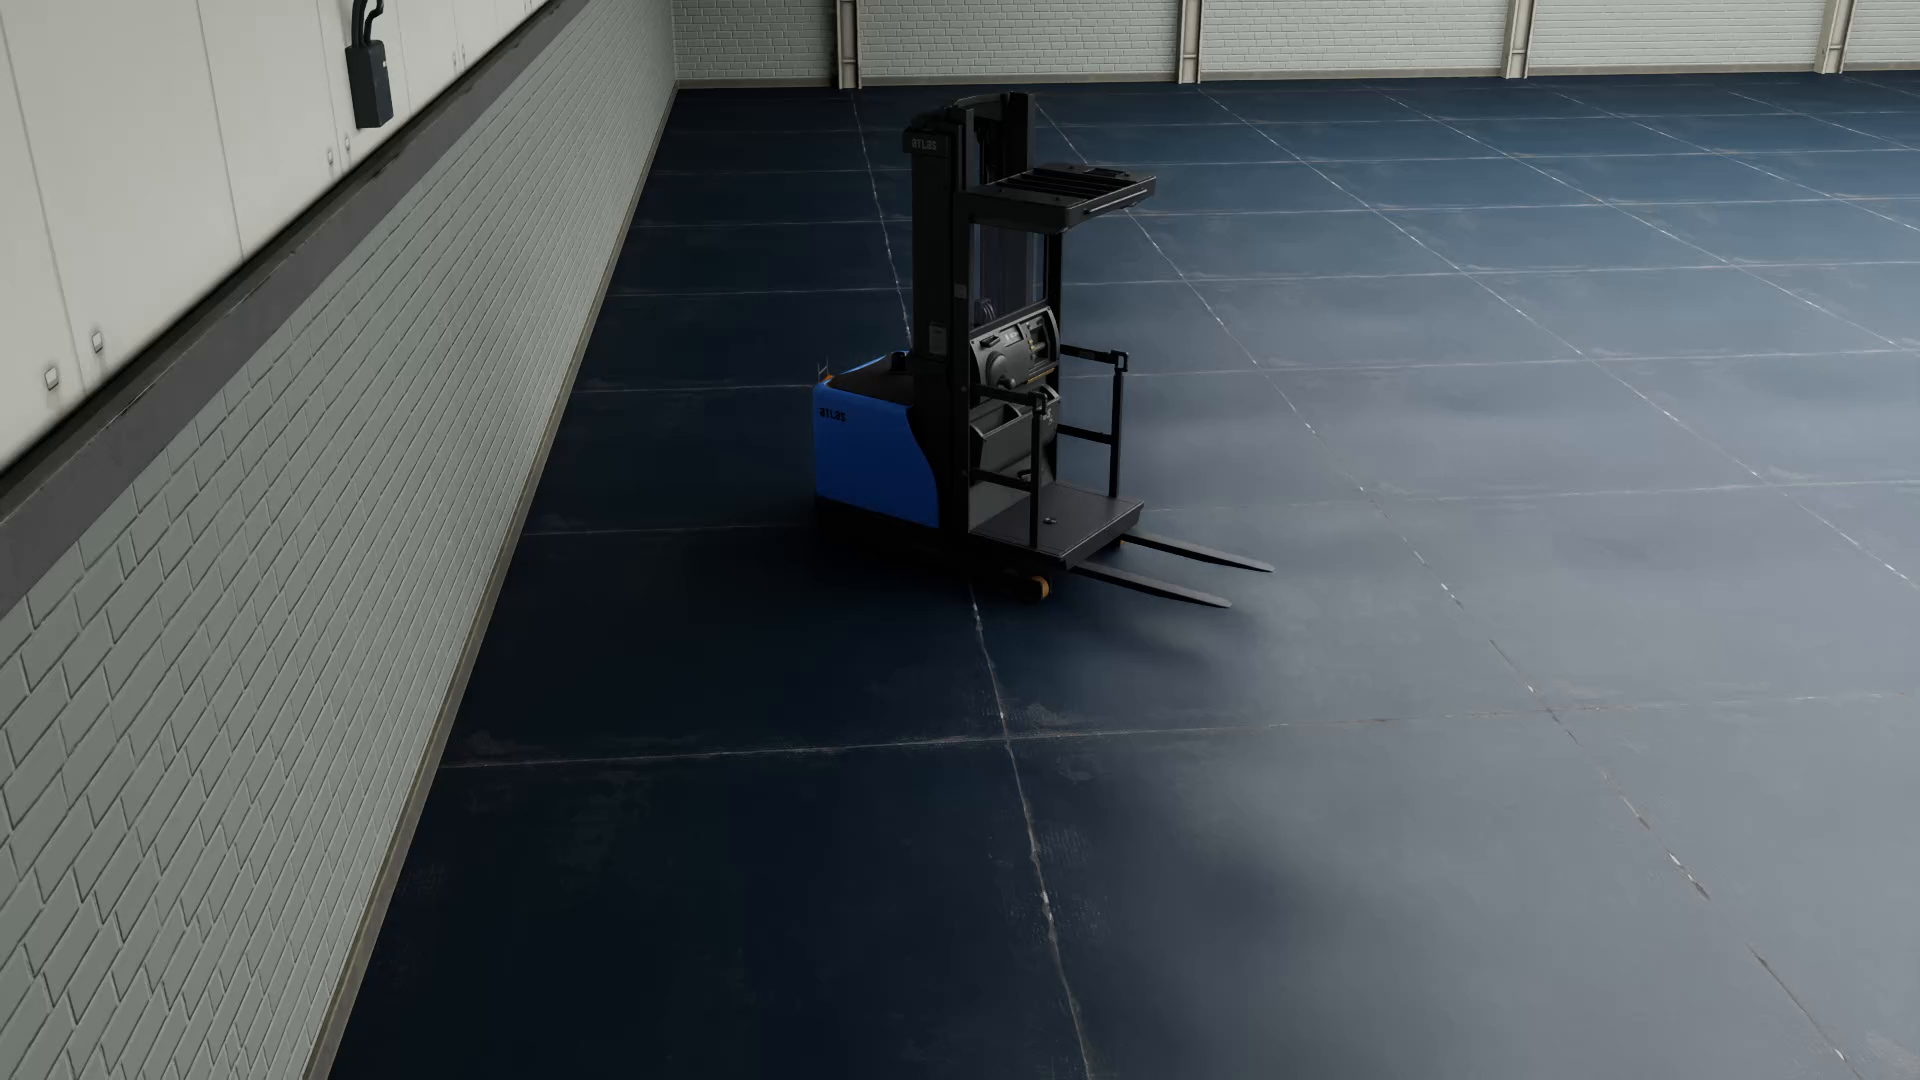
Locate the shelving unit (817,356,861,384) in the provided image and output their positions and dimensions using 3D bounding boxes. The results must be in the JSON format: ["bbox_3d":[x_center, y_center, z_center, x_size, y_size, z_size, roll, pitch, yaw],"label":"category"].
[{"bbox_3d":[-0.831,-0.747,11.639,0.252,1.050,0.215,6,25,13],"label":"shelving unit"}]

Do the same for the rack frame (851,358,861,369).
[{"bbox_3d":[-0.713,-0.735,11.612,0.008,1.050,0.200,6,25,13],"label":"rack frame"}]

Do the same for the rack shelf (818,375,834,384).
[{"bbox_3d":[-0.831,-0.997,11.528,0.240,0.259,0.215,6,25,13],"label":"rack shelf"}]

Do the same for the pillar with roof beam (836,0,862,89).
[{"bbox_3d":[-1.502,-10.280,23.298,0.400,9.000,9.100,-2,24,-5],"label":"pillar with roof beam"}]

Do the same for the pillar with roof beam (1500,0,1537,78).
[{"bbox_3d":[10.440,-10.759,24.376,0.400,9.000,9.100,-2,24,-5],"label":"pillar with roof beam"}]

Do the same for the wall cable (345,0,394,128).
[{"bbox_3d":[-2.808,-5.096,7.449,0.169,6.003,2.305,-2,24,-5],"label":"wall cable"}]

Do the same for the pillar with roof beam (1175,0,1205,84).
[{"bbox_3d":[4.469,-10.519,23.837,0.400,9.000,9.100,-2,24,-5],"label":"pillar with roof beam"}]

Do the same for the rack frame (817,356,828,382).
[{"bbox_3d":[-0.949,-0.759,11.666,0.008,1.050,0.200,6,25,13],"label":"rack frame"}]

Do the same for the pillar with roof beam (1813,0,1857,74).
[{"bbox_3d":[16.411,-10.998,24.915,0.400,9.000,9.100,-2,24,-5],"label":"pillar with roof beam"}]

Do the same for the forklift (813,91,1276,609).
[{"bbox_3d":[0.521,-1.195,10.330,3.031,2.935,1.130,16,28,31],"label":"forklift"}]
